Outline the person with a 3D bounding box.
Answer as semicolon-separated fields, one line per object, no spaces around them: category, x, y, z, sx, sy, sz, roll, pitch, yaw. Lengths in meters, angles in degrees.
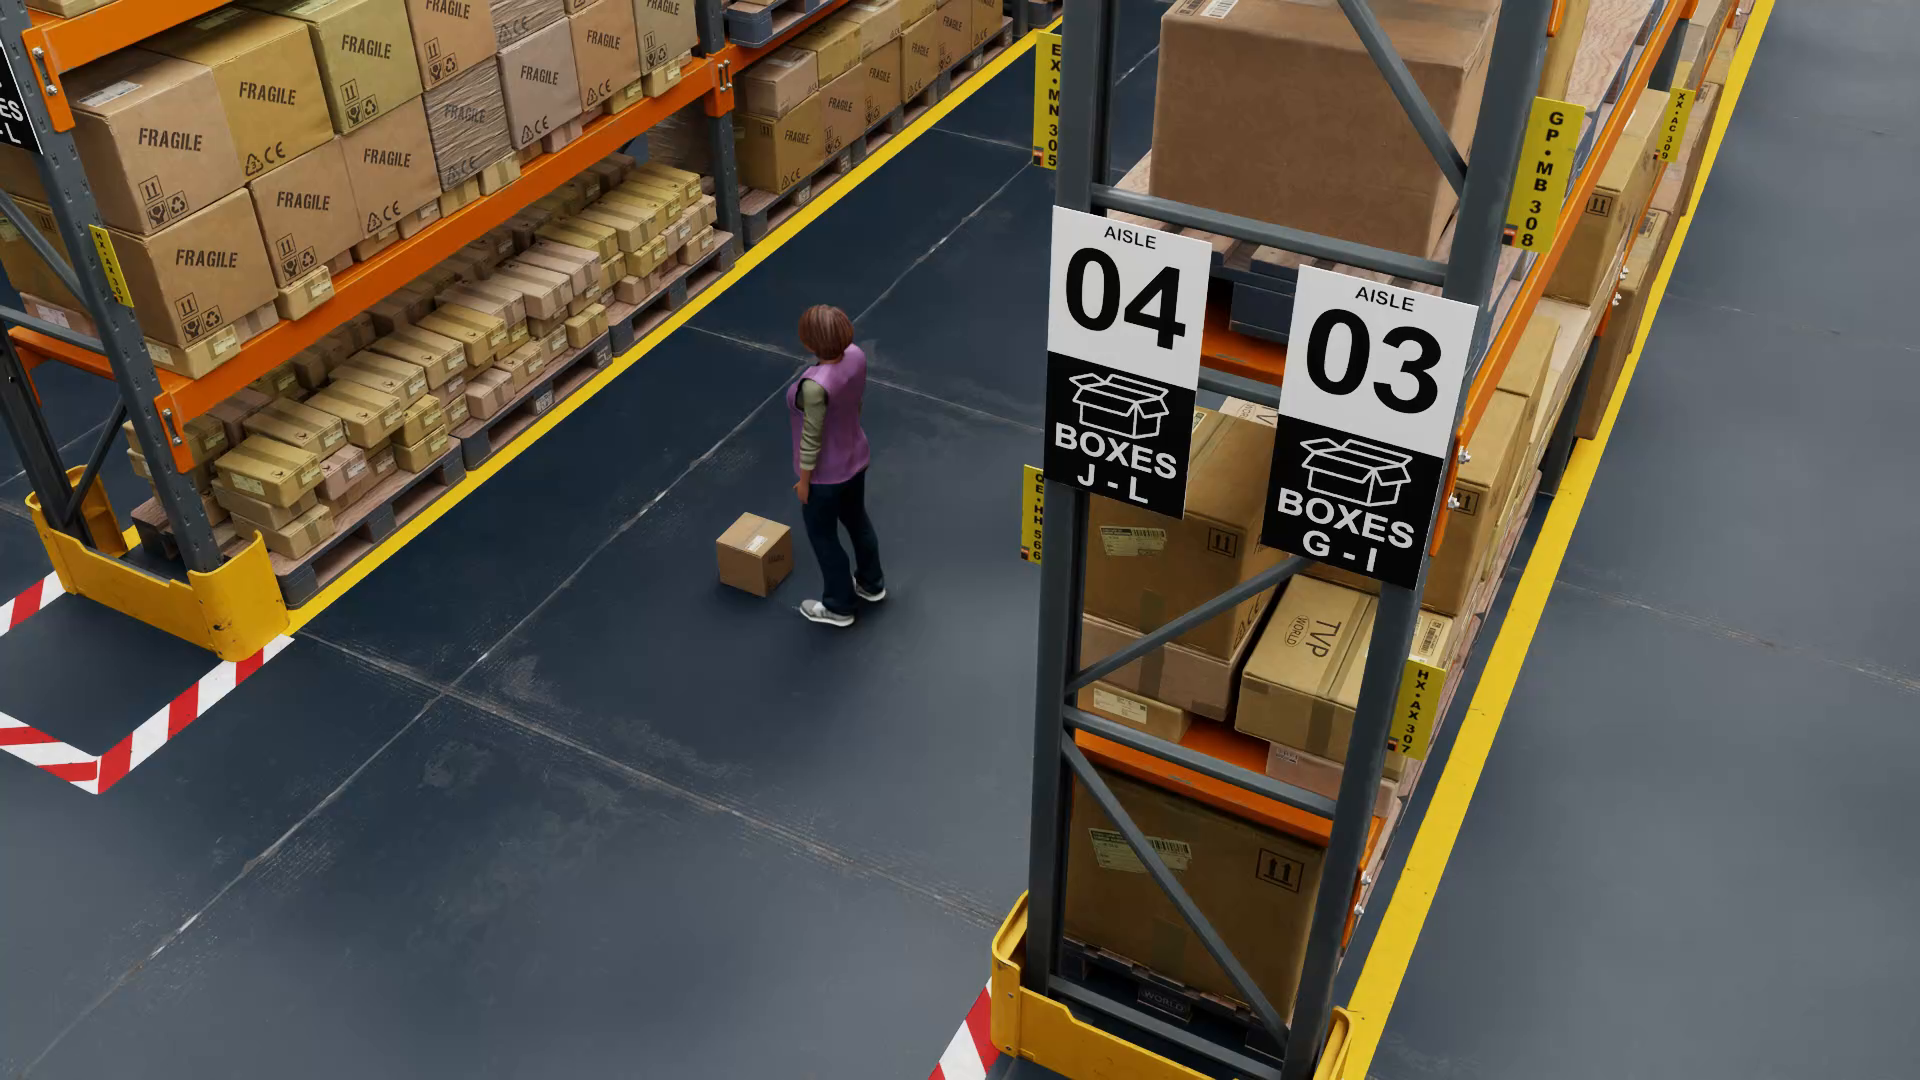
person;-0.543;-0.301;7.154;0.324;1.624;0.423;19;42;22
